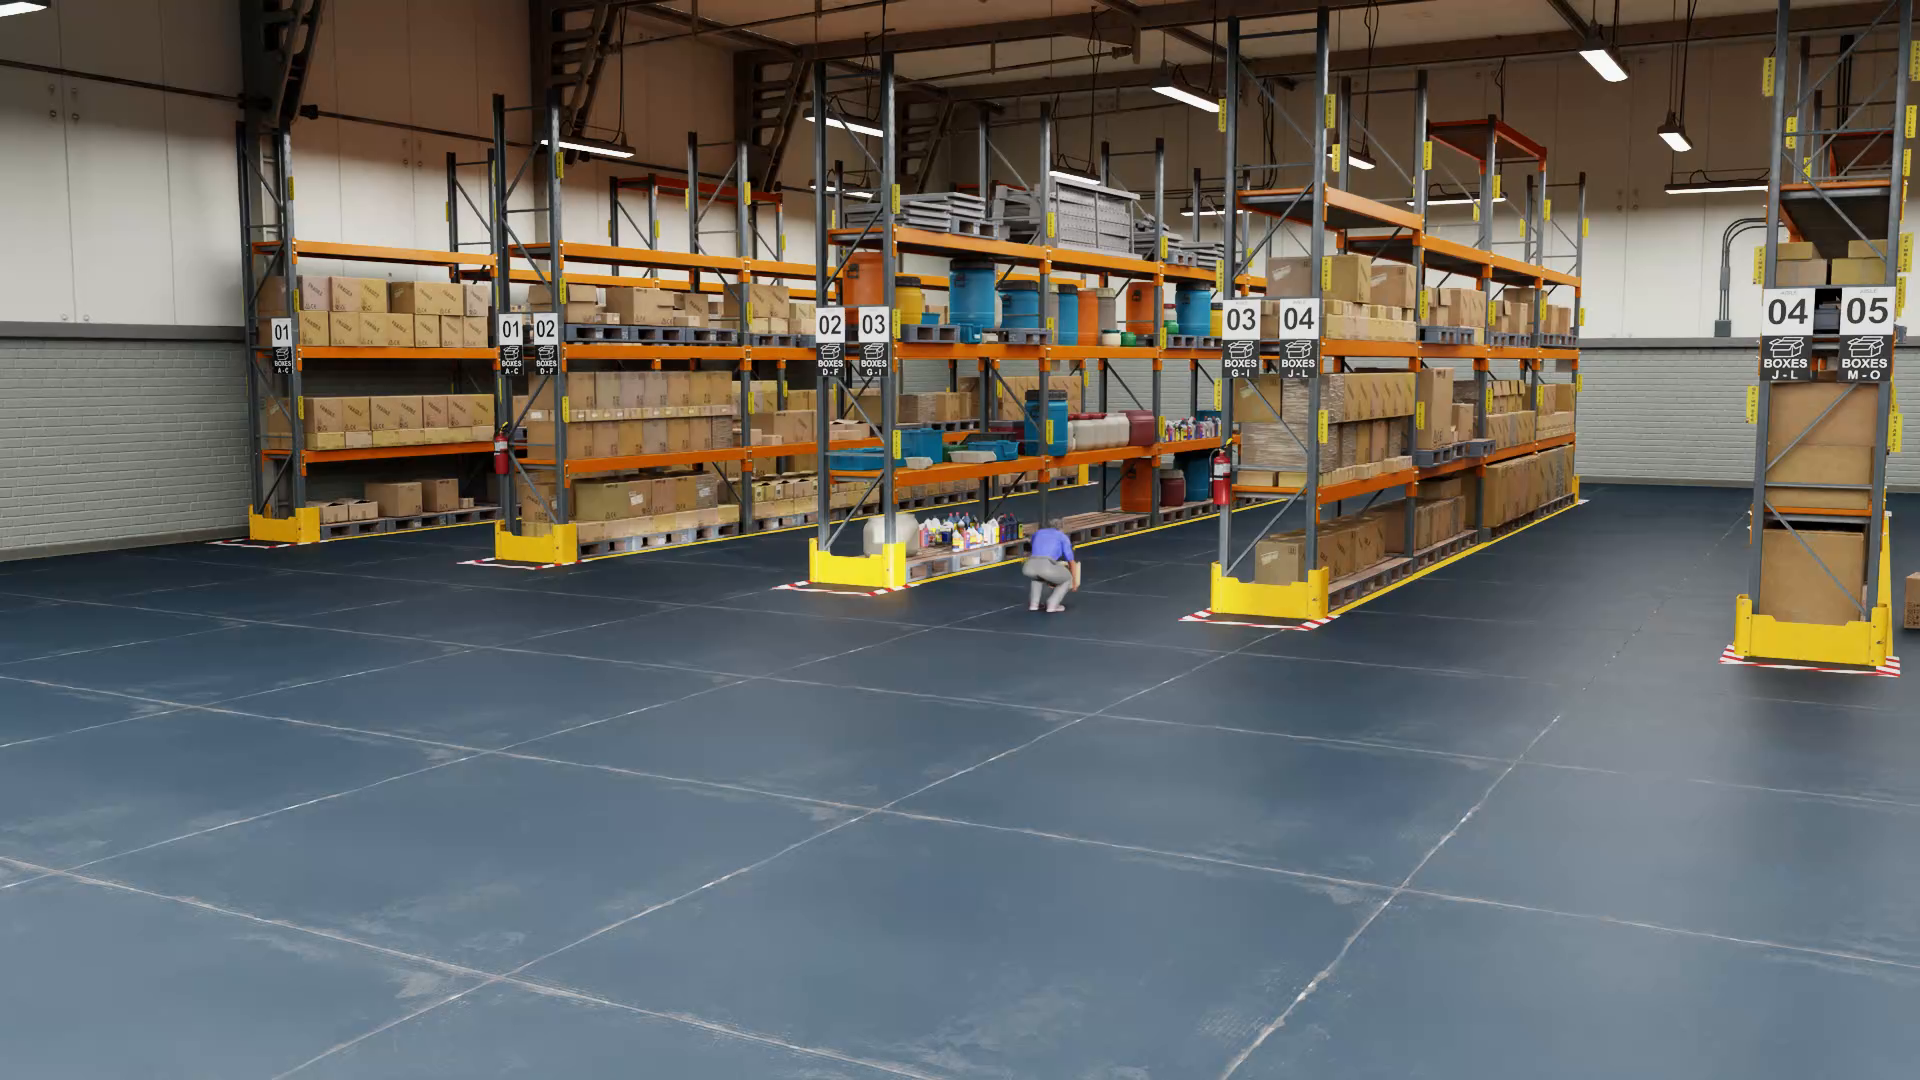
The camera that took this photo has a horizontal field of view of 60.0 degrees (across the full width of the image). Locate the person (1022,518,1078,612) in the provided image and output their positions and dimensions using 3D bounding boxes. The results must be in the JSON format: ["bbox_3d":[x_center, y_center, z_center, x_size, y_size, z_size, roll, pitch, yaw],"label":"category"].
[{"bbox_3d":[0.929,0.262,17.388,0.482,0.936,0.824,3,7,28],"label":"person"}]
